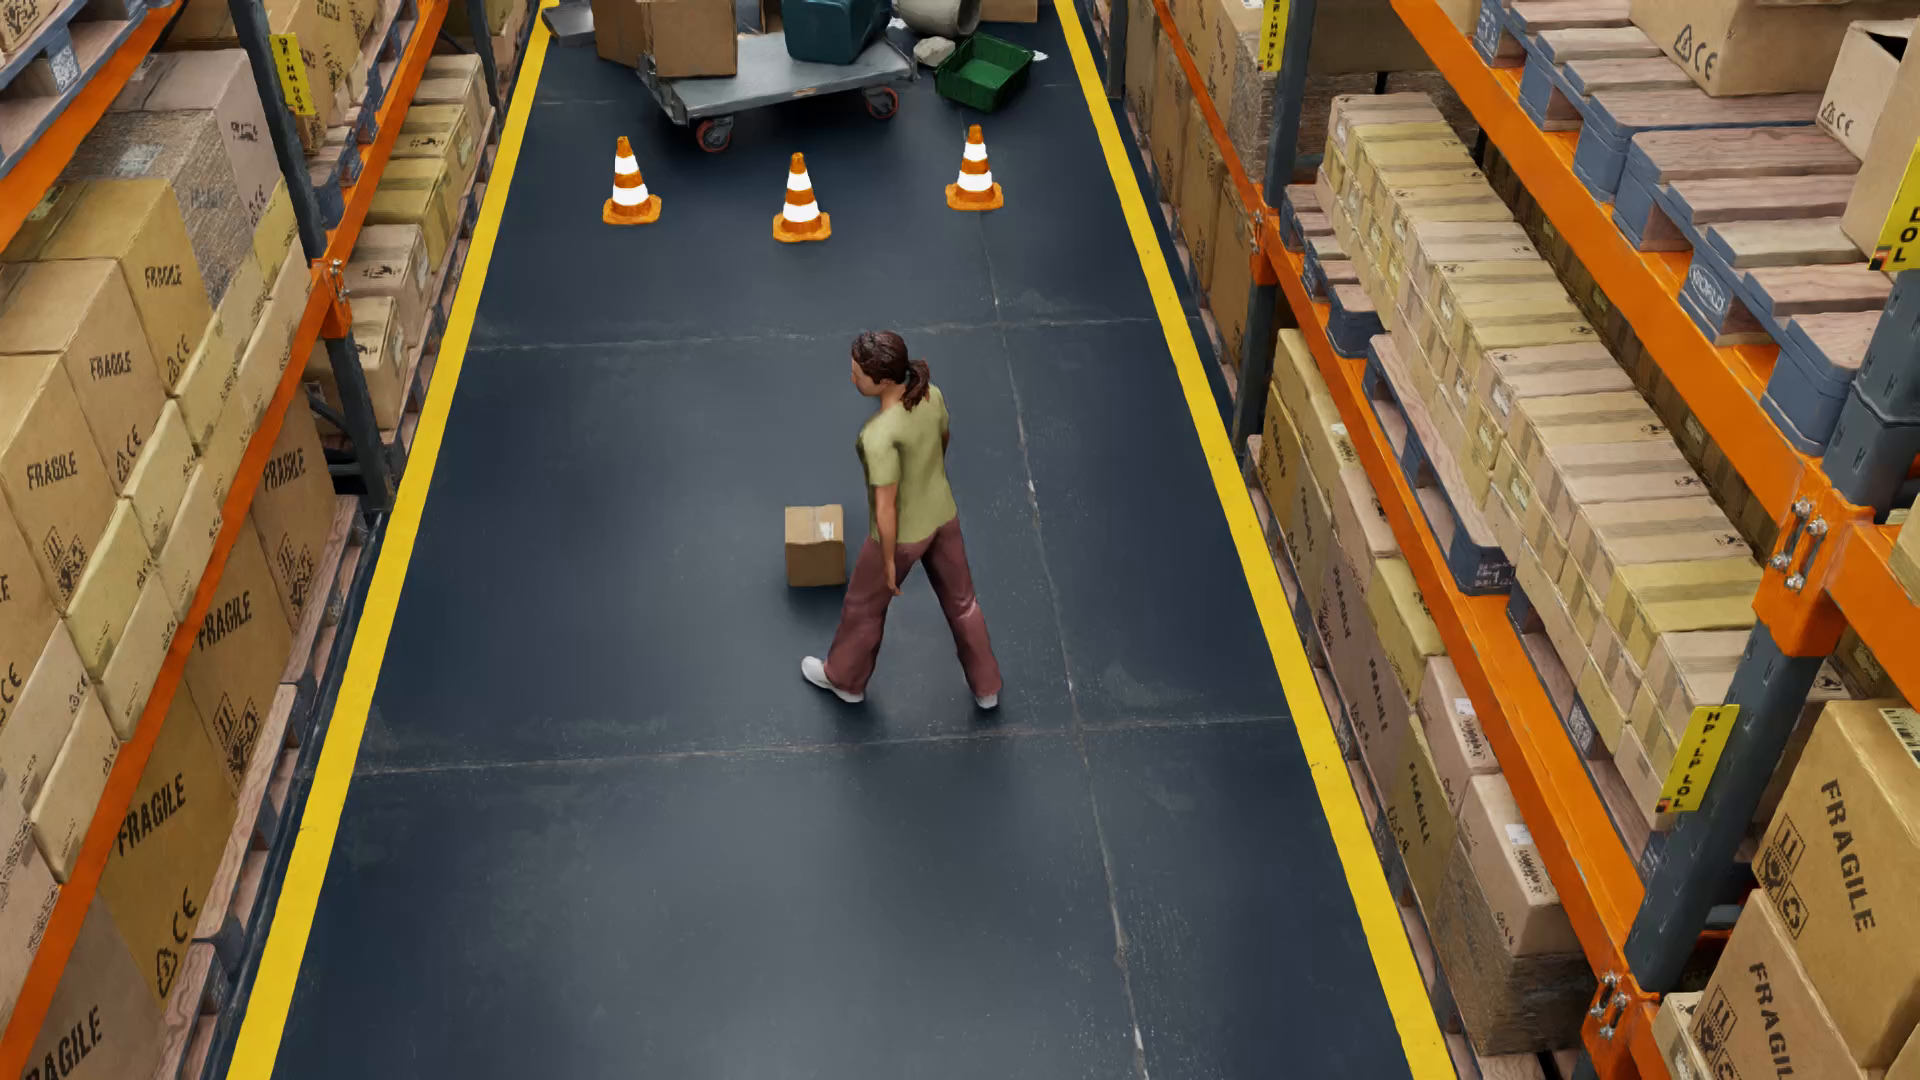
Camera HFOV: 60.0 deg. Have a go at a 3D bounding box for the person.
[{"bbox_3d":[-0.194,-0.069,6.257,0.747,1.641,0.603,28,47,30],"label":"person"}]
